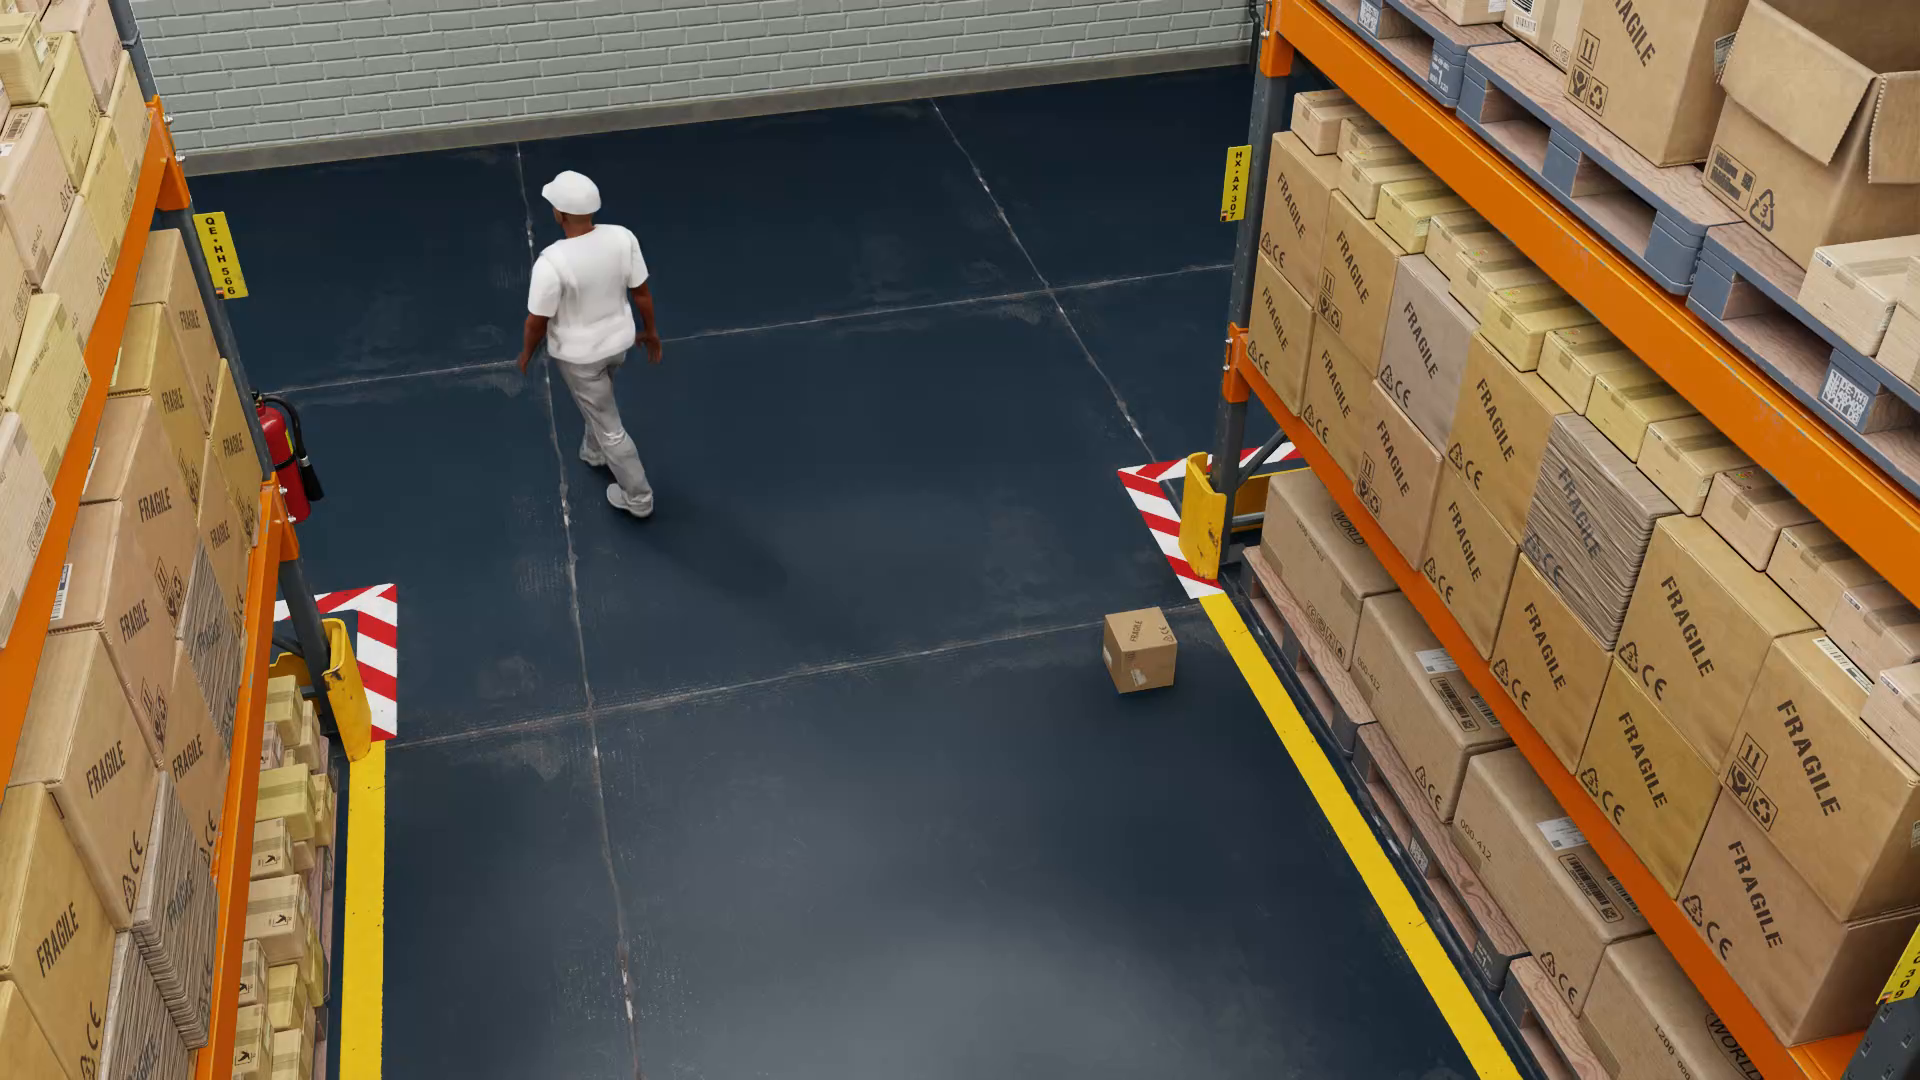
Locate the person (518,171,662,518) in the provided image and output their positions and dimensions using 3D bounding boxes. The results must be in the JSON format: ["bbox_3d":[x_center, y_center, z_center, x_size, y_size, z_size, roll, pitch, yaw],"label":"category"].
[{"bbox_3d":[-1.798,-0.943,7.910,0.794,1.790,0.614,29,46,32],"label":"person"}]
